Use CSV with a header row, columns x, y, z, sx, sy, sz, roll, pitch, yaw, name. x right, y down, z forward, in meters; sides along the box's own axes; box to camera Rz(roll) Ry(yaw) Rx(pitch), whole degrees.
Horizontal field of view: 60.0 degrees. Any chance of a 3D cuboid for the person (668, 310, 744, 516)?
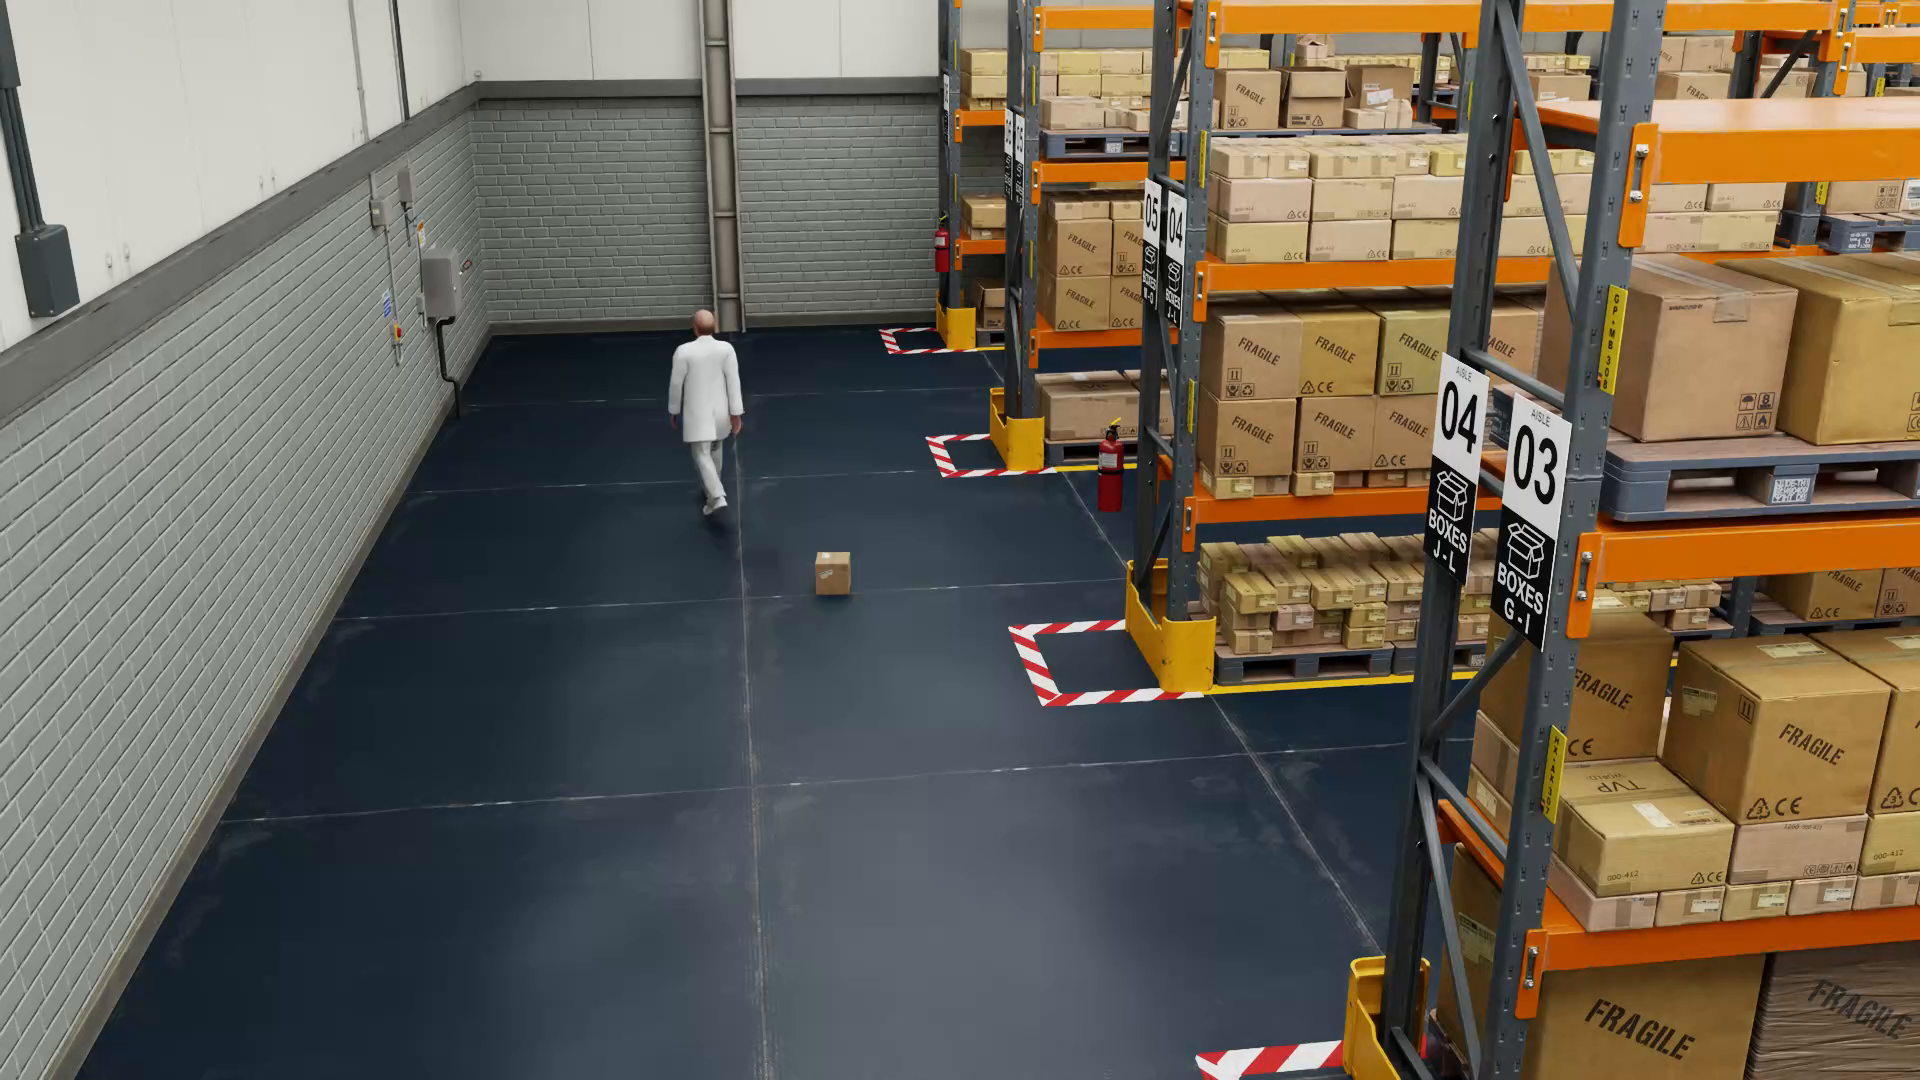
x,y,z,sx,sy,sz,roll,pitch,yaw,name
-2.168,-1.095,14.155,0.595,1.734,1.049,-9,22,-24,person
